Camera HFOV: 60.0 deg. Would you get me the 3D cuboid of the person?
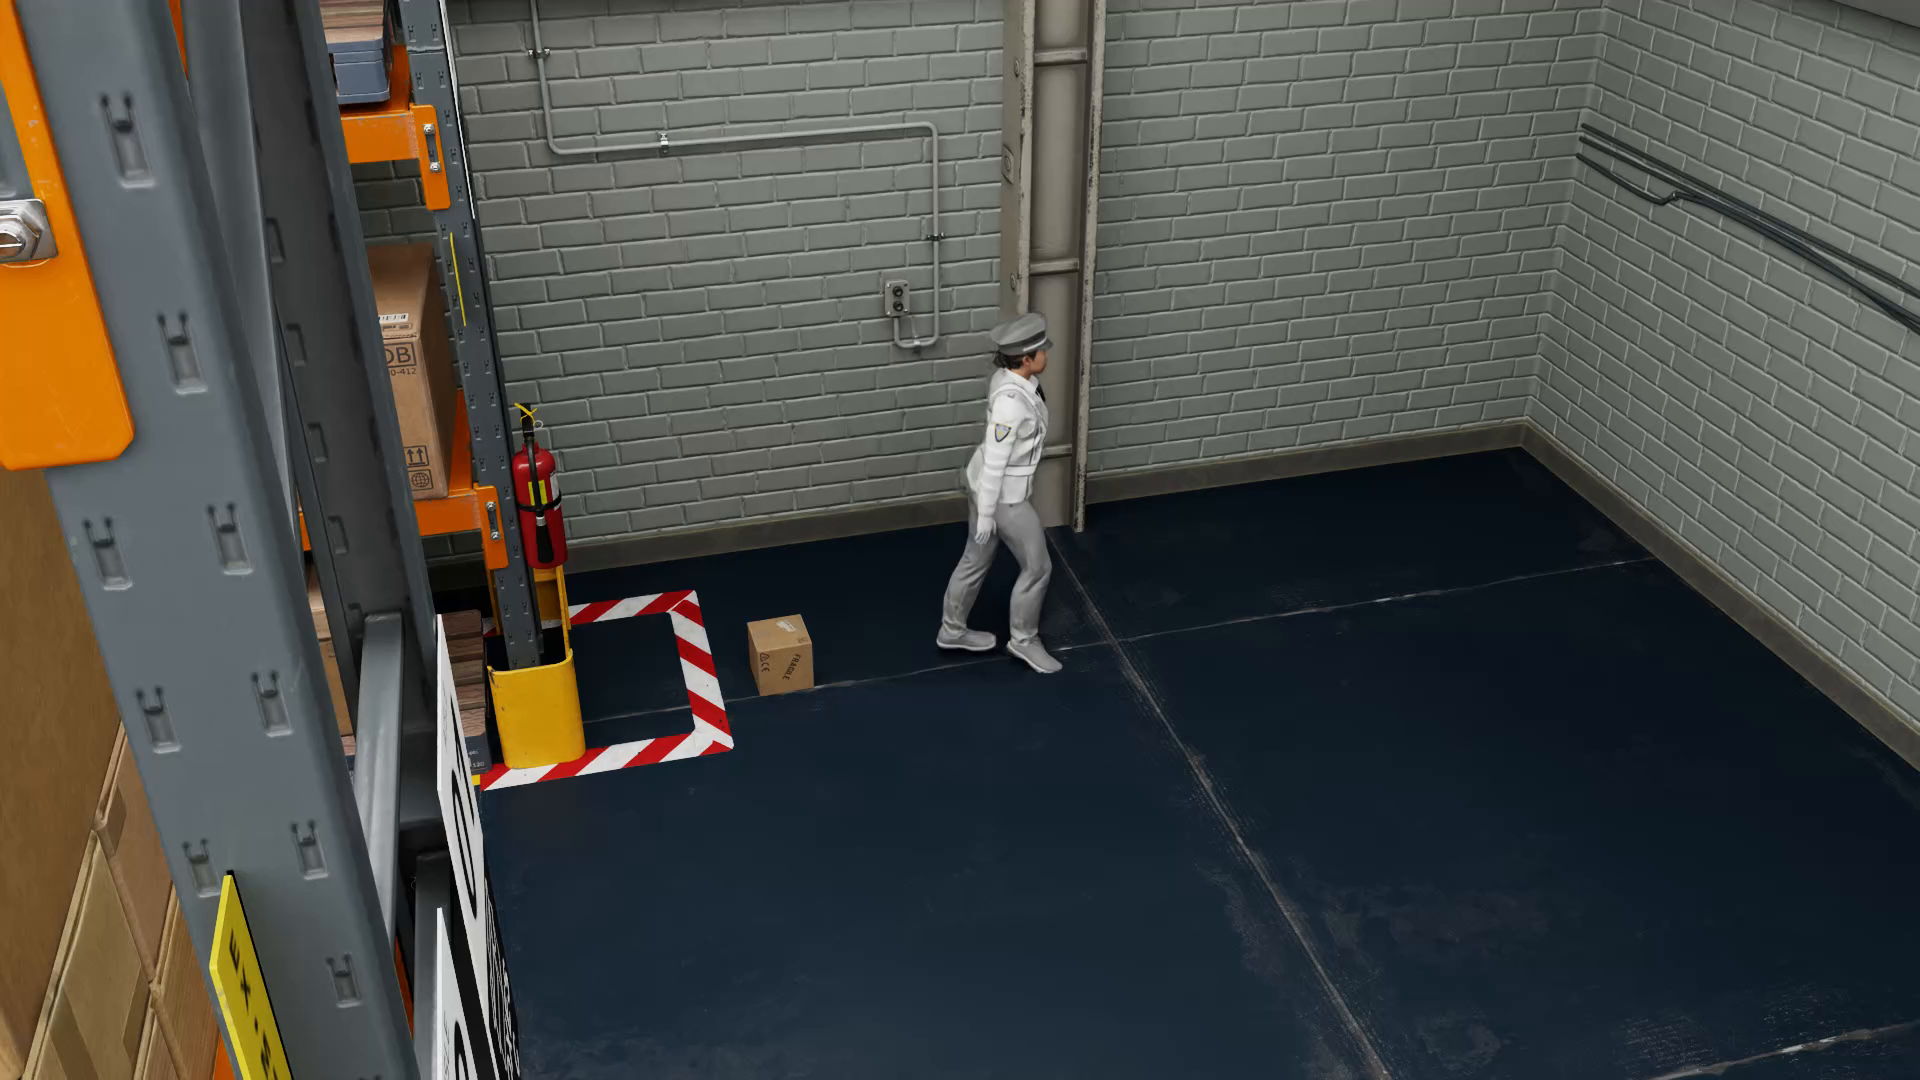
[{"bbox_3d":[0.174,-0.196,7.474,0.576,1.715,0.508,-3,31,-5],"label":"person"}]
